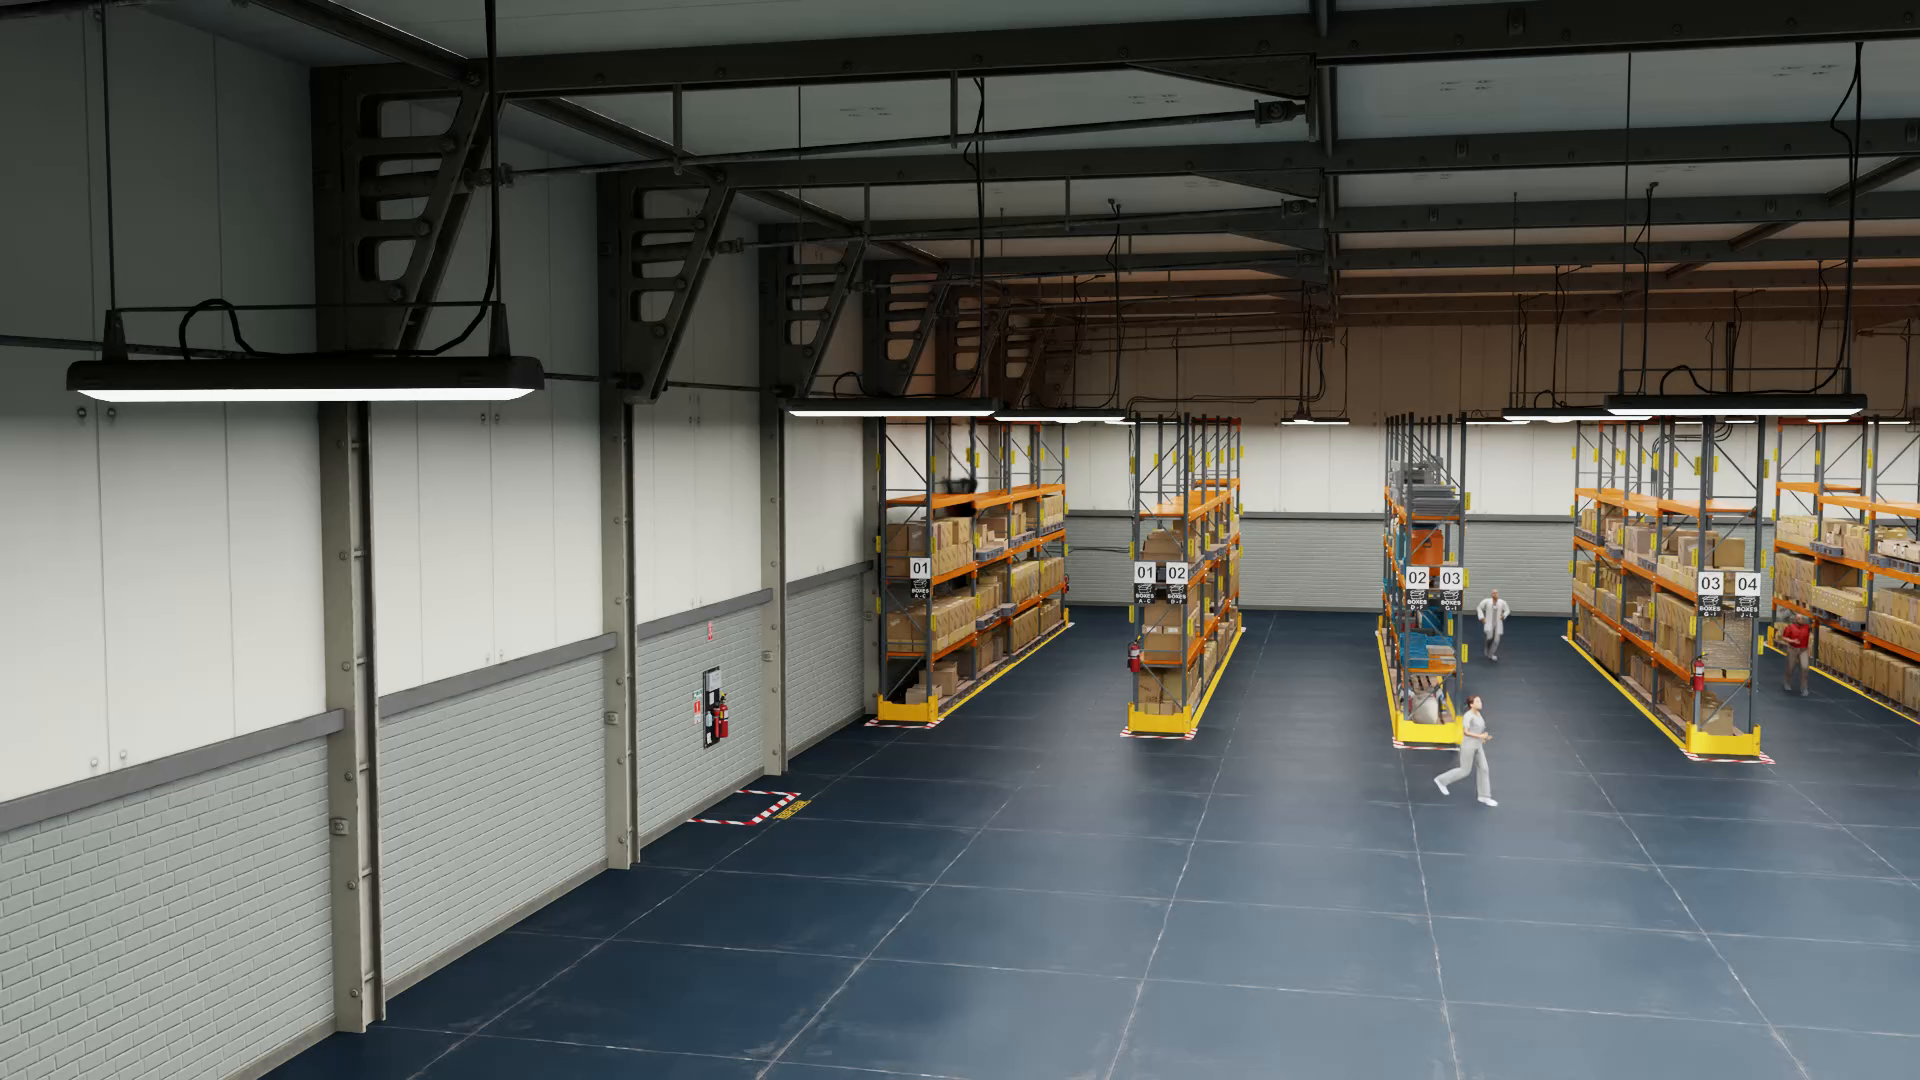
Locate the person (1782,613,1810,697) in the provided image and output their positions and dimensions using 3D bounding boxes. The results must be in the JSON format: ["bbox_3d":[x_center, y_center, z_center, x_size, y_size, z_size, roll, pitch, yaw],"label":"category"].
[{"bbox_3d":[17.978,2.441,35.752,0.608,1.767,0.909,1,4,11],"label":"person"}]

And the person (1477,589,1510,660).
[{"bbox_3d":[13.151,2.084,40.960,0.775,1.731,0.572,1,4,10],"label":"person"}]

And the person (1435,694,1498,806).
[{"bbox_3d":[7.764,3.180,25.384,0.947,1.666,0.576,3,5,40],"label":"person"}]

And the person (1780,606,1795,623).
[{"bbox_3d":[22.348,1.940,44.763,0.582,1.542,0.535,-4,5,-44],"label":"person"}]
